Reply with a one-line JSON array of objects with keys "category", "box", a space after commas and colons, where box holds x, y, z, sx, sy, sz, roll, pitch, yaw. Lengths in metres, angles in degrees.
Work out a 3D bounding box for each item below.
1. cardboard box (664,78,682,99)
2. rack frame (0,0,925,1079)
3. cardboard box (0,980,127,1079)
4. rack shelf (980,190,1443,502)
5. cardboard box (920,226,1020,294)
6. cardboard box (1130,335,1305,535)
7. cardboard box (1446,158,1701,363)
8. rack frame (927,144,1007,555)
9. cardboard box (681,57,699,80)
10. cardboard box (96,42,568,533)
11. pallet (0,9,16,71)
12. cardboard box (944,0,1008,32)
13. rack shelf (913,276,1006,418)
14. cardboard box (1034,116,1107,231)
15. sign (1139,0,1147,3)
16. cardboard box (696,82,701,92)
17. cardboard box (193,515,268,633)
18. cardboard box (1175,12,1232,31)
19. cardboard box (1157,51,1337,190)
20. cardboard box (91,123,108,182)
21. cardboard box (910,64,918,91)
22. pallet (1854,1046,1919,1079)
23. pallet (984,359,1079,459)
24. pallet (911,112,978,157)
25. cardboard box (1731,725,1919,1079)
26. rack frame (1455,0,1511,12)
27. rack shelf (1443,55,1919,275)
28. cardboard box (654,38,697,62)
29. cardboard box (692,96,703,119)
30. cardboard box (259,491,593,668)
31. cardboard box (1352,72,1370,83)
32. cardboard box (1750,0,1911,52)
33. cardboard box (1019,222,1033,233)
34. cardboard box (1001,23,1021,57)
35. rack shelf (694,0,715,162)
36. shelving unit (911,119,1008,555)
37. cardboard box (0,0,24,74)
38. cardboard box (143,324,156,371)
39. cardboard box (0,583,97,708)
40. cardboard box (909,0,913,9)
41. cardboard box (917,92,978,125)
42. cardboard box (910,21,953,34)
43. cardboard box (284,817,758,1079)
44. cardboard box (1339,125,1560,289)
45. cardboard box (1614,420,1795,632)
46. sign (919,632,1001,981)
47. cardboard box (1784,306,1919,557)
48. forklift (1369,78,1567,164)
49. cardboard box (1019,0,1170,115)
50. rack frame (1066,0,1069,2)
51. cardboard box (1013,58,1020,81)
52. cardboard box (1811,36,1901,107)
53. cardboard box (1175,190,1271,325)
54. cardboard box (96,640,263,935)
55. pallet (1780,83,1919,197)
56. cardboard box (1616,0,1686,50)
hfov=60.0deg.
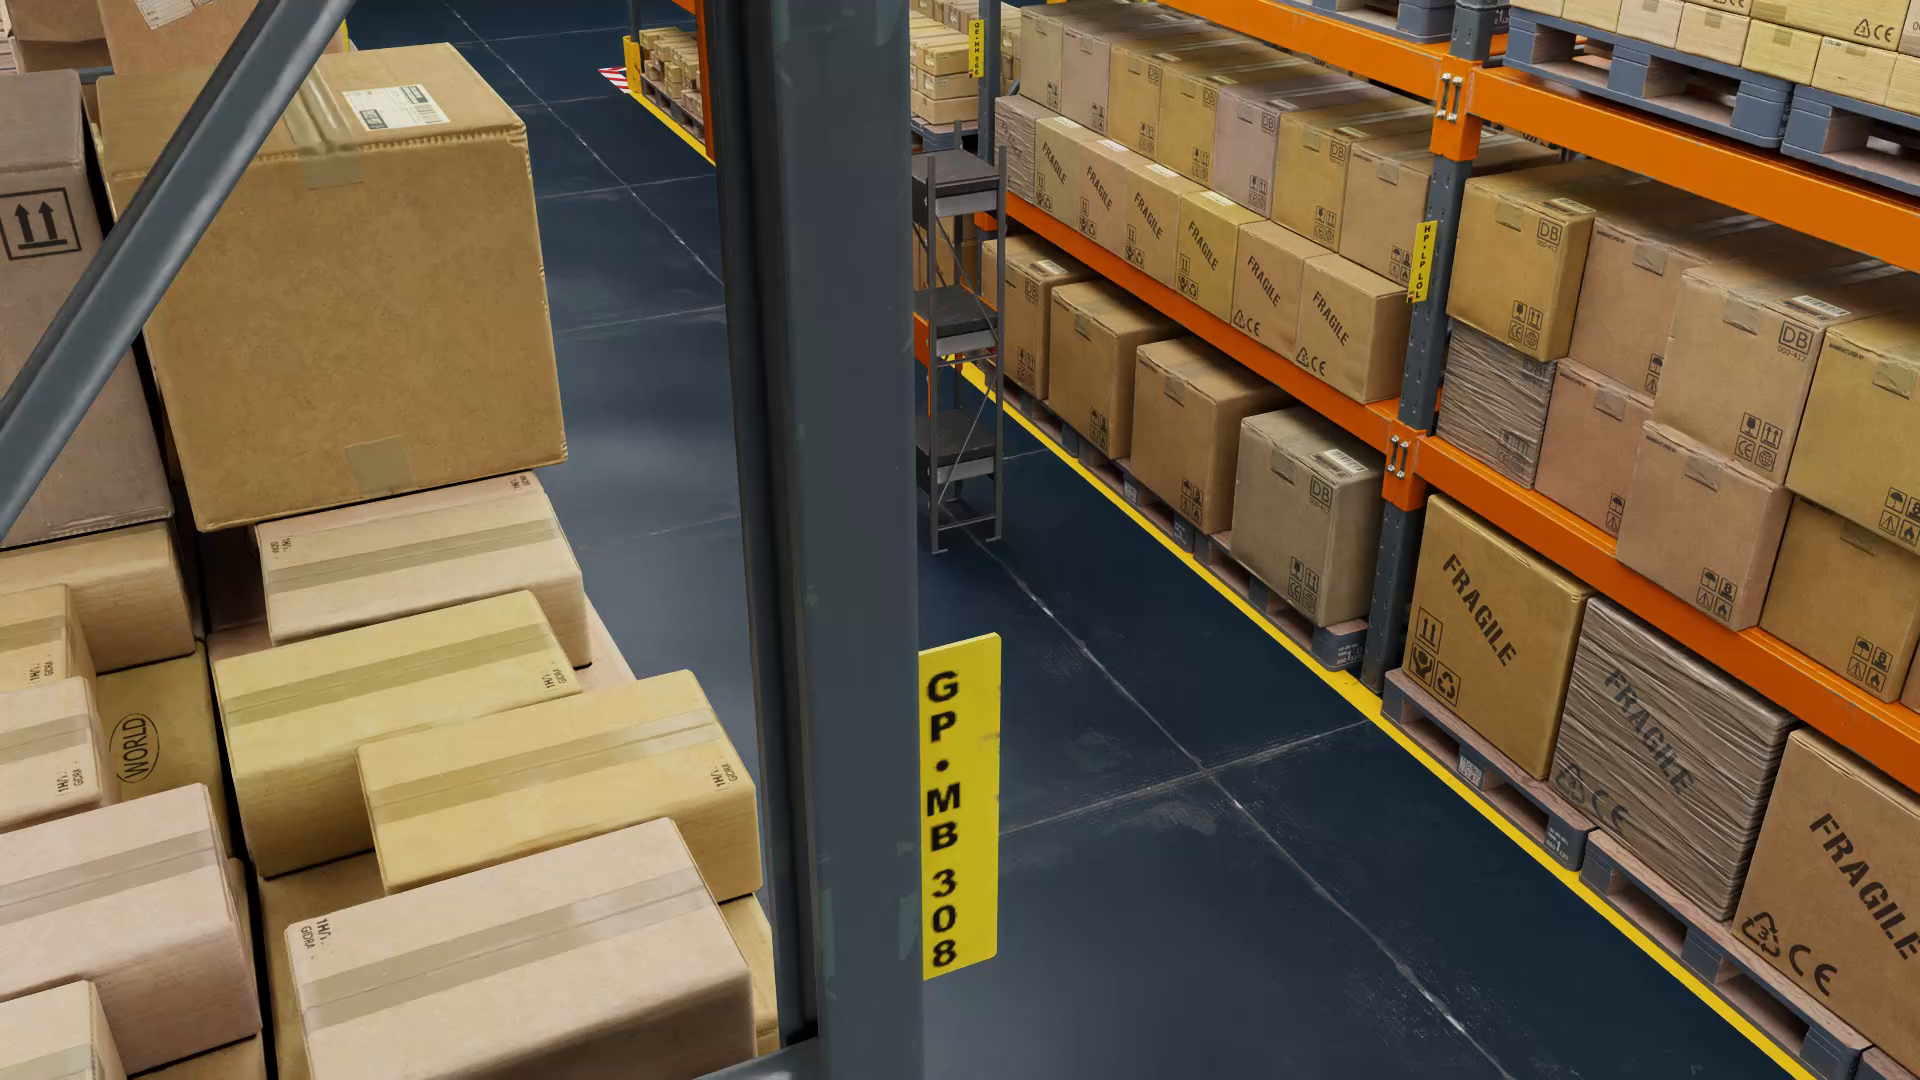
[{"category": "cardboard box", "box": [-2.605, -4.336, 15.902, 0.380, 0.149, 0.250, -13, 32, -21]}, {"category": "rack frame", "box": [-0.502, -0.591, 0.603, 0.949, 2.616, 0.053, -13, 32, -22]}, {"category": "cardboard box", "box": [-0.906, 0.553, 1.376, 0.380, 0.149, 0.250, -13, 32, -22]}, {"category": "rack shelf", "box": [1.442, -1.307, 8.749, 1.077, 0.370, 4.000, -13, 32, -22]}, {"category": "cardboard box", "box": [0.065, -1.833, 11.078, 0.500, 0.500, 0.500, -13, 32, -22]}, {"category": "cardboard box", "box": [1.543, -0.621, 8.662, 1.050, 0.750, 0.750, -13, 32, -22]}, {"category": "cardboard box", "box": [2.428, -1.103, 6.393, 0.875, 0.550, 0.550, -13, 32, -22]}, {"category": "rack frame", "box": [0.034, -0.881, 8.175, 0.400, 2.100, 0.015, -13, 32, -22]}, {"category": "cardboard box", "box": [-2.350, -4.357, 15.331, 0.380, 0.149, 0.250, -13, 32, -21]}, {"category": "cardboard box", "box": [-0.898, -0.386, 2.387, 0.500, 0.500, 0.500, -13, 32, -22]}, {"category": "pallet", "box": [-2.839, -1.719, 5.874, 1.213, 0.211, 1.003, -13, 32, -22]}, {"category": "cardboard box", "box": [0.110, -3.546, 11.226, 0.380, 0.149, 0.250, -12, 31, -20]}, {"category": "rack shelf", "box": [-0.071, -0.977, 8.374, 0.431, 0.518, 0.480, -13, 32, -22]}, {"category": "cardboard box", "box": [0.753, -2.069, 9.270, 0.500, 0.500, 0.500, -13, 32, -22]}, {"category": "sign", "box": [1.084, -3.127, 10.076, 0.100, 0.325, 0.005, -13, 32, -22]}, {"category": "cardboard box", "box": [-2.240, -4.255, 15.453, 0.380, 0.149, 0.250, -11, 31, -19]}, {"category": "cardboard box", "box": [-0.914, 0.070, 2.644, 0.500, 0.250, 0.500, -13, 32, -22]}, {"category": "cardboard box", "box": [2.736, -5.116, 16.997, 0.875, 0.438, 0.875, -14, 32, -23]}, {"category": "cardboard box", "box": [1.428, -2.108, 8.319, 0.700, 0.500, 0.500, -13, 32, -22]}, {"category": "cardboard box", "box": [-2.185, -0.846, 3.870, 0.380, 0.149, 0.250, -15, 32, -24]}, {"category": "cardboard box", "box": [-0.156, -2.948, 10.463, 0.380, 0.149, 0.250, -12, 31, -20]}, {"category": "pallet", "box": [3.604, 1.909, 5.129, 1.003, 0.211, 1.213, -13, 32, -22]}, {"category": "pallet", "box": [0.854, -0.924, 10.182, 1.003, 0.211, 1.213, -13, 32, -22]}, {"category": "pallet", "box": [0.182, -2.713, 10.717, 1.213, 0.211, 1.003, -13, 32, -22]}, {"category": "cardboard box", "box": [3.288, 1.099, 5.465, 0.875, 0.875, 0.875, -14, 32, -23]}, {"category": "rack frame", "box": [2.301, -3.354, 5.530, 1.000, 3.000, 0.127, -13, 32, -22]}, {"category": "rack shelf", "box": [3.160, -0.848, 4.865, 1.077, 0.370, 4.000, -13, 32, -22]}, {"category": "cardboard box", "box": [-2.713, -4.700, 15.941, 0.380, 0.149, 0.250, -13, 32, -22]}, {"category": "cardboard box", "box": [-2.239, -3.999, 15.299, 0.380, 0.149, 0.250, -13, 32, -22]}, {"category": "cardboard box", "box": [-0.710, 0.084, 2.213, 0.380, 0.149, 0.250, -12, 31, -20]}, {"category": "cardboard box", "box": [4.027, -3.957, 14.483, 0.875, 0.875, 0.875, -12, 31, -21]}, {"category": "cardboard box", "box": [2.693, -1.616, 4.817, 0.500, 0.250, 0.500, -13, 32, -23]}, {"category": "cardboard box", "box": [0.506, -2.280, 11.108, 0.500, 0.250, 0.500, -15, 32, -24]}, {"category": "cardboard box", "box": [0.443, -3.200, 10.609, 0.380, 0.149, 0.250, -14, 32, -23]}, {"category": "rack shelf", "box": [-1.363, -1.158, 2.354, 1.077, 0.370, 4.000, -13, 32, -22]}, {"category": "shelving unit", "box": [-0.071, -0.989, 8.367, 0.431, 2.100, 0.503, -13, 32, -22]}, {"category": "cardboard box", "box": [-2.716, -1.567, 5.120, 0.396, 0.266, 0.258, -12, 31, -20]}, {"category": "cardboard box", "box": [-1.825, -0.276, 3.262, 0.500, 0.250, 0.500, -14, 32, -24]}, {"category": "cardboard box", "box": [-1.257, 0.209, 1.989, 0.380, 0.149, 0.250, -13, 32, -22]}, {"category": "cardboard box", "box": [-0.226, -3.892, 11.843, 0.380, 0.149, 0.250, -15, 32, -24]}, {"category": "cardboard box", "box": [-0.043, -2.699, 10.324, 0.380, 0.149, 0.250, -13, 32, -21]}, {"category": "cardboard box", "box": [-0.259, -3.185, 10.581, 0.380, 0.149, 0.250, -12, 31, -20]}, {"category": "cardboard box", "box": [-0.414, 0.440, 1.578, 0.380, 0.149, 0.250, -13, 32, -22]}, {"category": "cardboard box", "box": [2.083, -1.435, 7.118, 0.700, 0.500, 0.500, -14, 32, -23]}, {"category": "cardboard box", "box": [2.852, -0.141, 5.781, 0.875, 0.550, 0.550, -13, 32, -22]}, {"category": "sign", "box": [-0.015, 0.223, 1.325, 0.100, 0.325, 0.005, -13, 32, -22]}, {"category": "cardboard box", "box": [3.112, -0.385, 5.112, 0.875, 0.550, 0.500, -13, 32, -22]}, {"category": "forklift", "box": [3.439, -2.796, 10.739, 3.031, 2.935, 1.130, -1, 29, -3]}, {"category": "cardboard box", "box": [0.767, -2.783, 9.522, 0.700, 0.500, 0.500, -13, 32, -22]}, {"category": "rack frame", "box": [1.577, -7.122, 18.384, 1.000, 3.000, 0.127, -13, 32, -22]}, {"category": "cardboard box", "box": [0.558, -2.963, 10.491, 0.380, 0.149, 0.250, -12, 31, -20]}, {"category": "cardboard box", "box": [2.699, -1.368, 4.782, 0.380, 0.149, 0.250, -13, 32, -22]}, {"category": "cardboard box", "box": [1.402, -1.402, 8.080, 0.500, 0.500, 0.500, -13, 32, -21]}, {"category": "cardboard box", "box": [-1.158, 0.404, 2.049, 0.500, 0.250, 0.500, -13, 32, -22]}, {"category": "pallet", "box": [3.163, -1.105, 4.678, 1.003, 0.211, 1.213, -13, 32, -22]}, {"category": "cardboard box", "box": [2.369, -1.706, 5.384, 0.380, 0.149, 0.250, -13, 32, -22]}]
